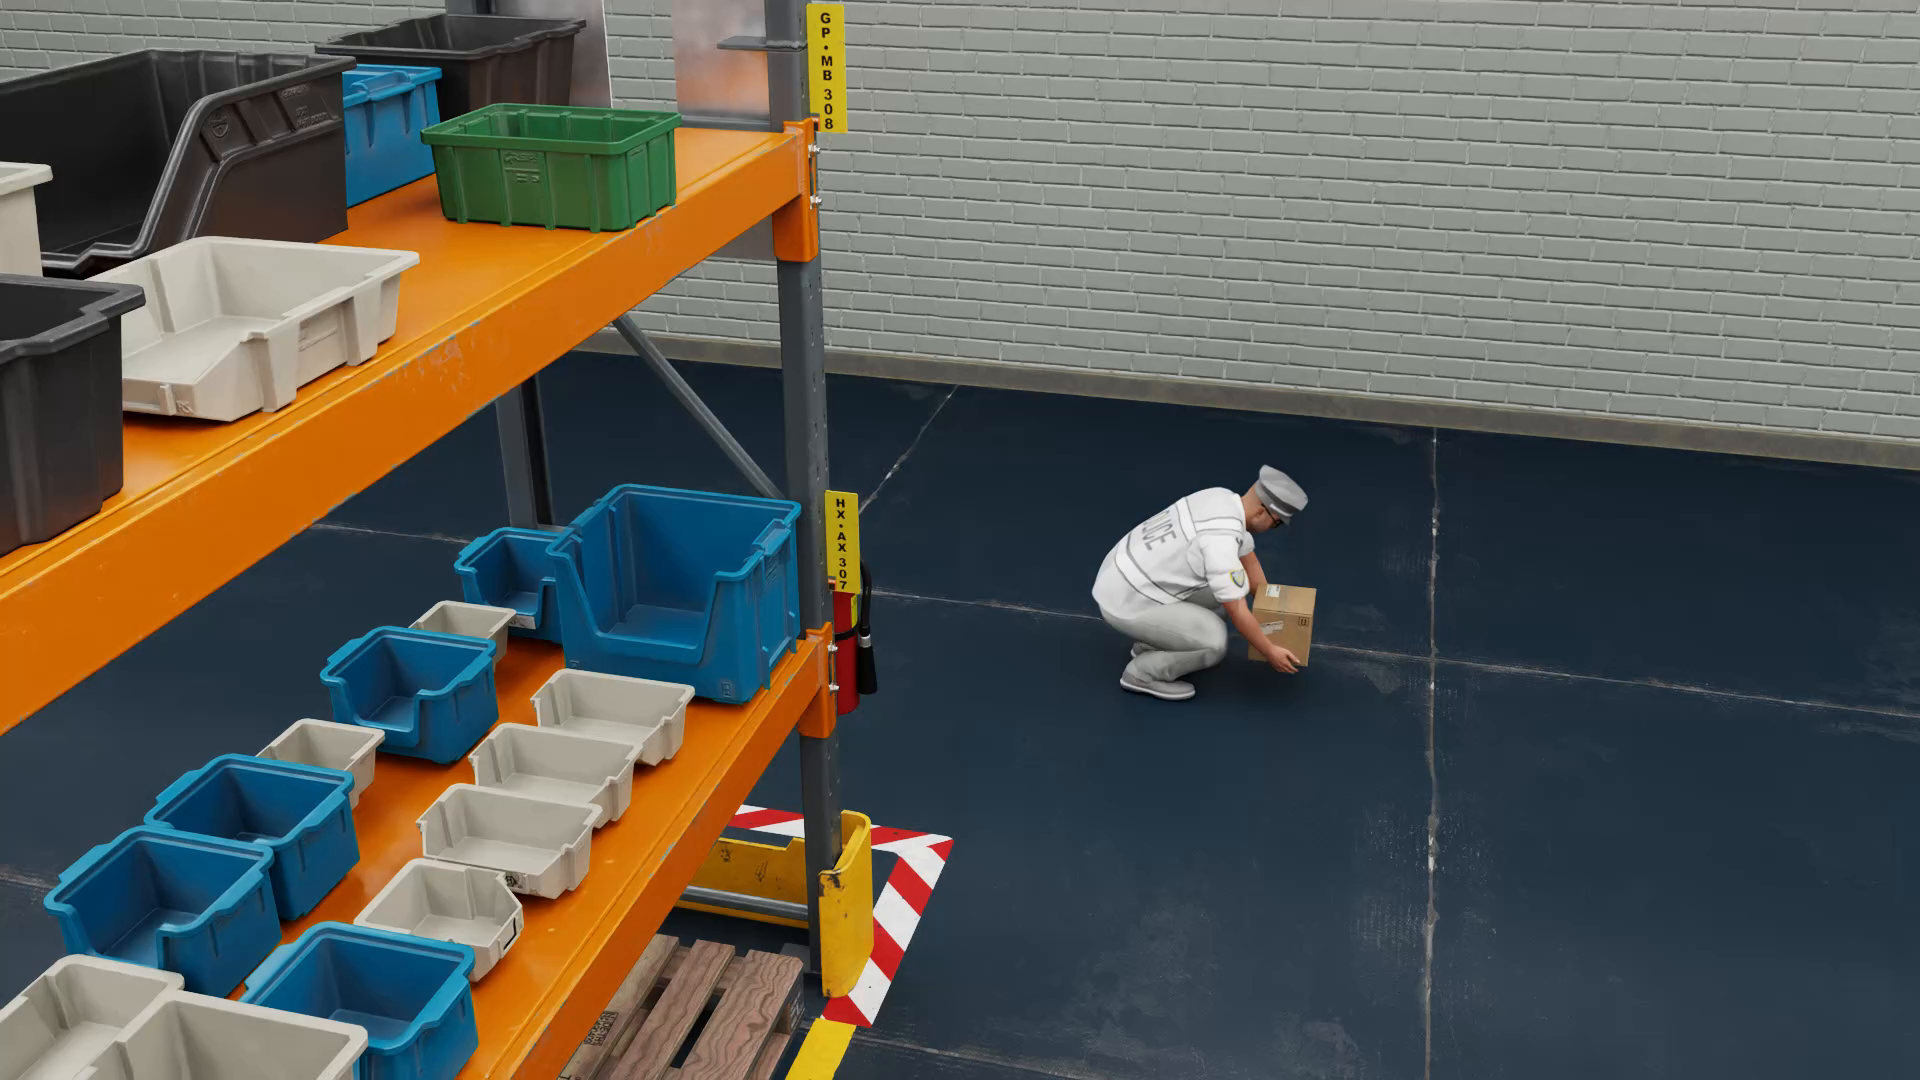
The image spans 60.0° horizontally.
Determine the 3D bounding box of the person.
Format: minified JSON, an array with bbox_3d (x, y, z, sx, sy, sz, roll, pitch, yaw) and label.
[{"bbox_3d":[1.034,0.163,7.143,0.906,1.009,0.558,6,26,13],"label":"person"}]
